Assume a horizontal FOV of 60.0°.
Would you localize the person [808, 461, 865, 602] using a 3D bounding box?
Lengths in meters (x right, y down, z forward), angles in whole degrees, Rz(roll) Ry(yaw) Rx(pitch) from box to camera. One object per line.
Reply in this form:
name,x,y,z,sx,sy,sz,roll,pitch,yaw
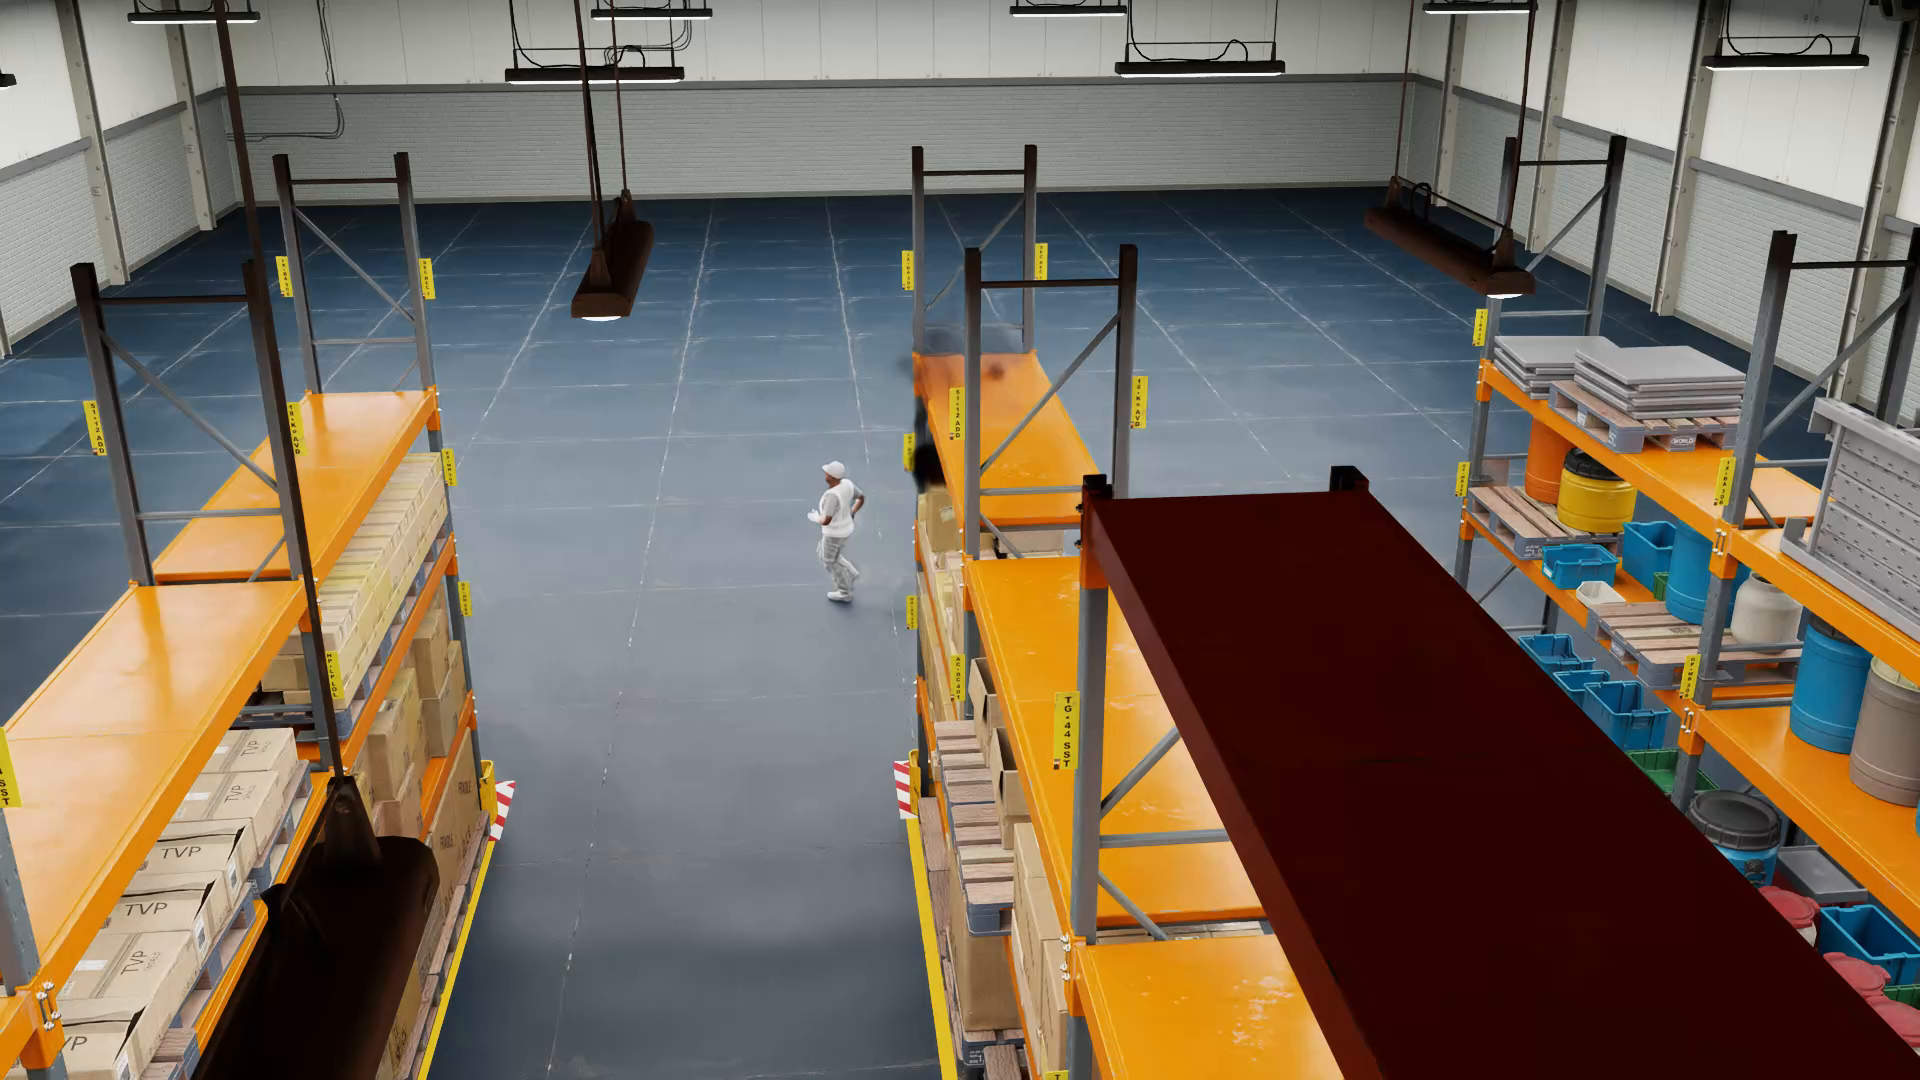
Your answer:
person,-1.488,-0.109,19.552,0.590,1.744,0.692,6,22,15
